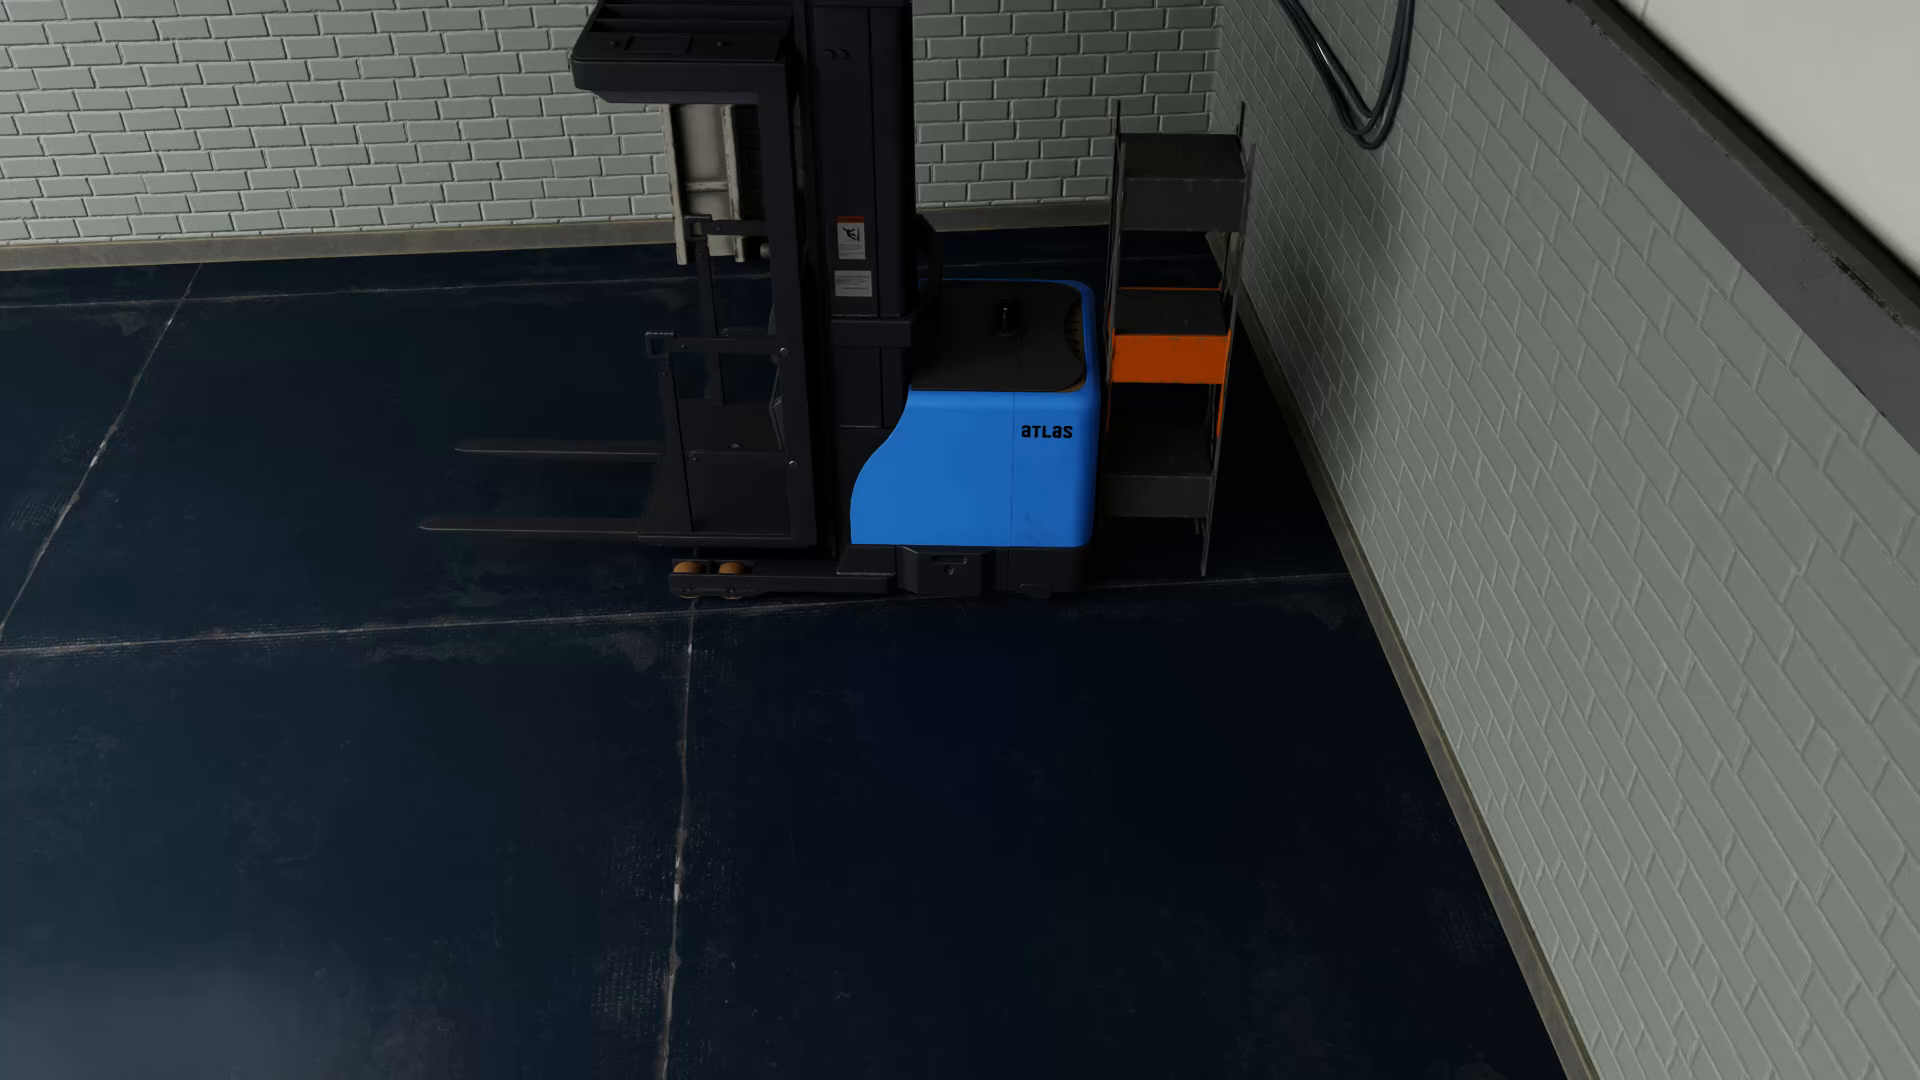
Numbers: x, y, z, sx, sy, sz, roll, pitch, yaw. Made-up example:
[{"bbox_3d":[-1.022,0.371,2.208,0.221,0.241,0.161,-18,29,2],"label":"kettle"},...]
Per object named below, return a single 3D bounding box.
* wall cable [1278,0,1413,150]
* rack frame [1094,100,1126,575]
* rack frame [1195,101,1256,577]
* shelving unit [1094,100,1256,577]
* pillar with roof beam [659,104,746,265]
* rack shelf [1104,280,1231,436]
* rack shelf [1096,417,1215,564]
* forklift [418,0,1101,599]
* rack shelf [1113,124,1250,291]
[{"bbox_3d":[1.572,-3.390,7.289,0.112,2.526,3.097,-3,38,-4],"label":"wall cable"},{"bbox_3d":[0.622,-0.790,7.056,0.015,2.100,0.400,1,38,1],"label":"rack frame"},{"bbox_3d":[1.110,-0.781,7.045,0.015,2.100,0.400,1,38,1],"label":"rack frame"},{"bbox_3d":[0.866,-0.785,7.050,0.503,2.100,0.431,1,38,1],"label":"shelving unit"},{"bbox_3d":[-1.098,-2.607,3.790,0.400,9.000,9.100,-3,38,-4],"label":"pillar with roof beam"},{"bbox_3d":[0.866,-0.775,7.059,0.480,0.518,0.431,1,38,1],"label":"rack shelf"},{"bbox_3d":[0.866,-0.225,7.492,0.480,0.518,0.431,1,38,1],"label":"rack shelf"},{"bbox_3d":[-0.910,-1.213,6.921,3.031,2.935,1.130,1,38,1],"label":"forklift"},{"bbox_3d":[0.866,-1.324,6.625,0.480,0.518,0.431,1,38,1],"label":"rack shelf"}]
